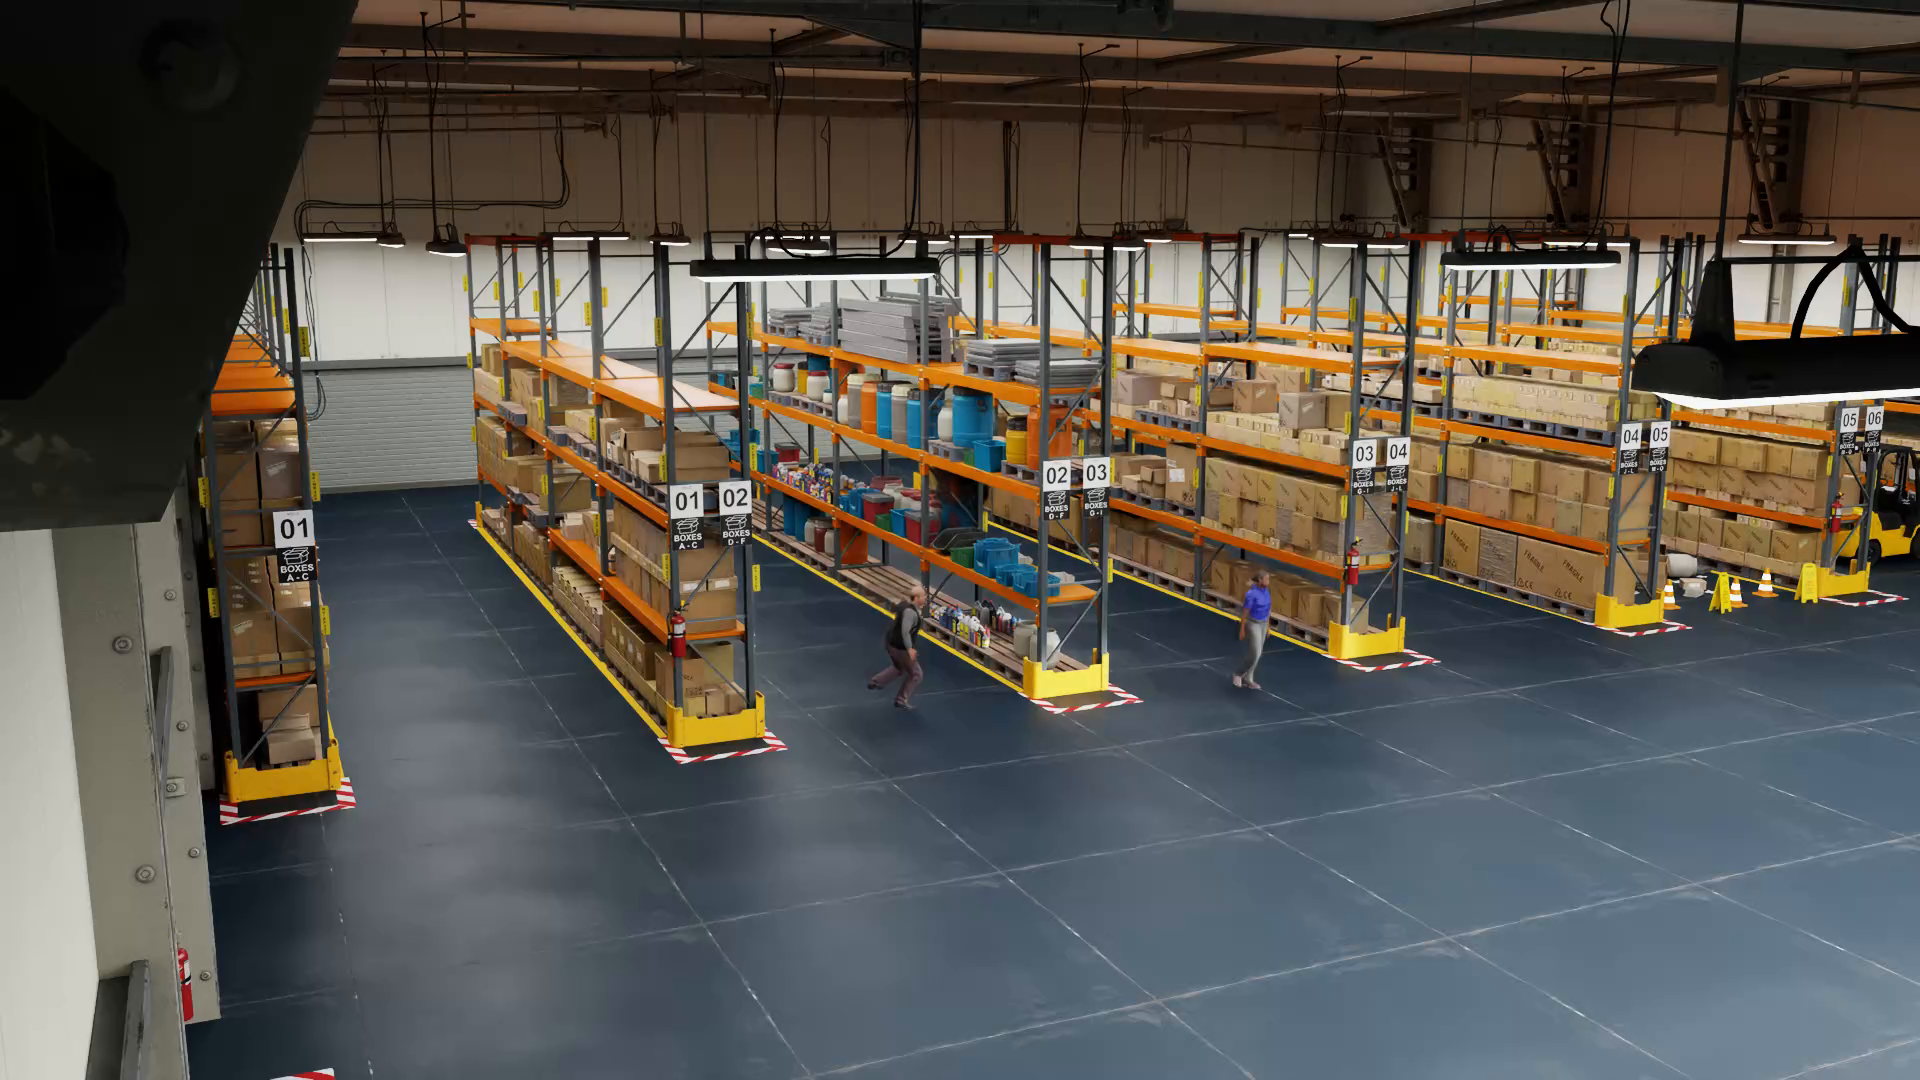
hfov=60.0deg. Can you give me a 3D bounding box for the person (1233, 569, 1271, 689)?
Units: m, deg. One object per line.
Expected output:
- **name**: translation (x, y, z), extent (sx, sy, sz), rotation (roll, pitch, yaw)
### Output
- **person**: translation (3.964, 1.212, 22.533), extent (0.432, 1.637, 0.551), rotation (9, 14, 40)

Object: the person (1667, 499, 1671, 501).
- **person**: translation (14.550, -1.022, 33.880), extent (0.693, 1.731, 0.855), rotation (-7, 13, -31)

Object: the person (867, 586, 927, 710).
- **person**: translation (-0.804, 1.388, 21.391), extent (0.737, 1.624, 0.699), rotation (-3, 11, -15)
